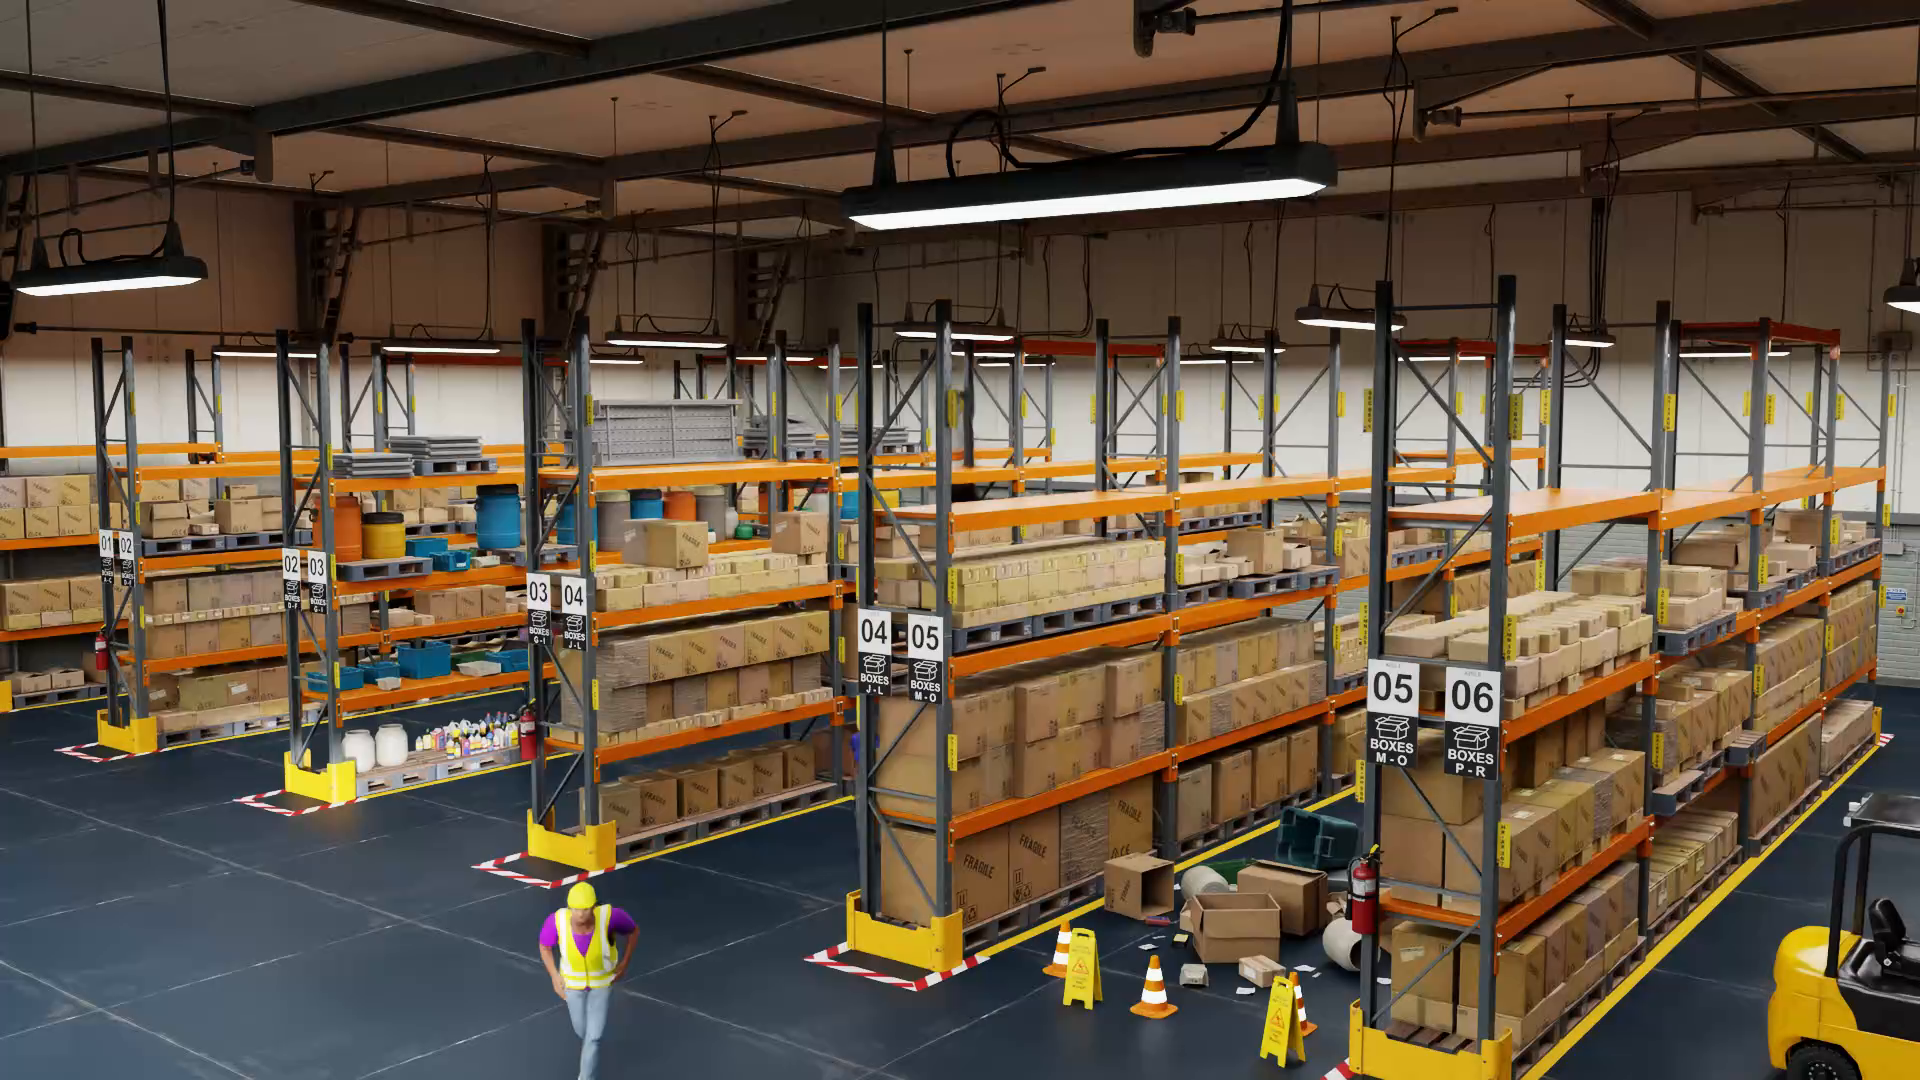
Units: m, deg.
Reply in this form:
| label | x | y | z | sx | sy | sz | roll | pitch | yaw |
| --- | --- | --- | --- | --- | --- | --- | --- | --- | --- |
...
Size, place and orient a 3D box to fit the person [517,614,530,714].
| label | x | y | z | sx | sy | sz | roll | pitch | yaw |
| --- | --- | --- | --- | --- | --- | --- | --- | --- | --- |
| person | -7.045 | 2.000 | 27.313 | 0.538 | 1.599 | 0.848 | 2 | 5 | 19 |

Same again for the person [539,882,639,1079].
| label | x | y | z | sx | sy | sz | roll | pitch | yaw |
| --- | --- | --- | --- | --- | --- | --- | --- | --- | --- |
| person | -2.732 | 3.274 | 12.291 | 0.720 | 1.713 | 1.022 | -1 | 5 | -10 |

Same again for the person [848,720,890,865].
| label | x | y | z | sx | sy | sz | roll | pitch | yaw |
| --- | --- | --- | --- | --- | --- | --- | --- | --- | --- |
| person | -0.982 | 2.749 | 18.667 | 0.571 | 1.652 | 0.895 | 1 | 5 | 8 |
